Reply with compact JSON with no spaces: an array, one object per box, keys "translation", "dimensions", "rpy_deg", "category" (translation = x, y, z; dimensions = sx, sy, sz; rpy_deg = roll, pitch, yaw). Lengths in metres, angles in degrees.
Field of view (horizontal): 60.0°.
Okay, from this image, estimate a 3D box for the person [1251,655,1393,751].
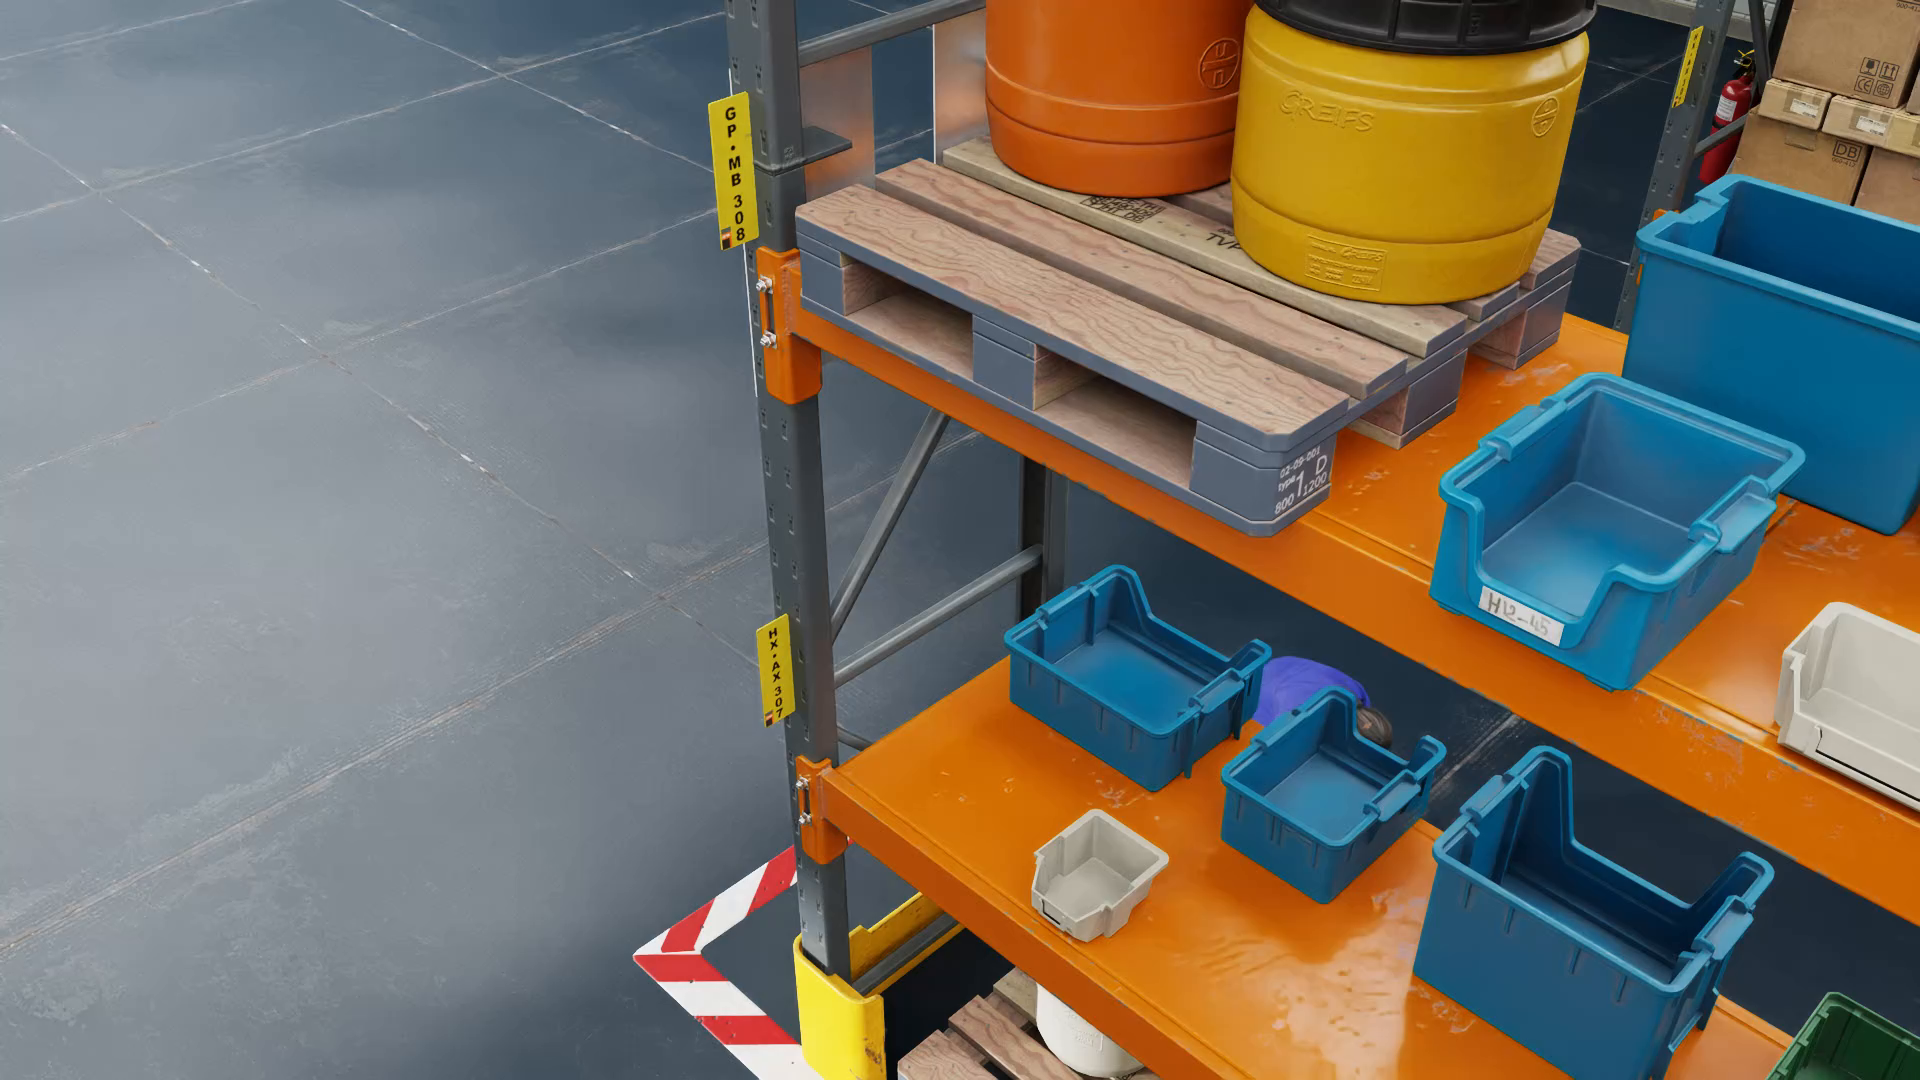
[{"translation":[1.191,0.759,5.948],"dimensions":[0.459,0.809,0.880],"rpy_deg":[-16,39,-21],"category":"person"}]
